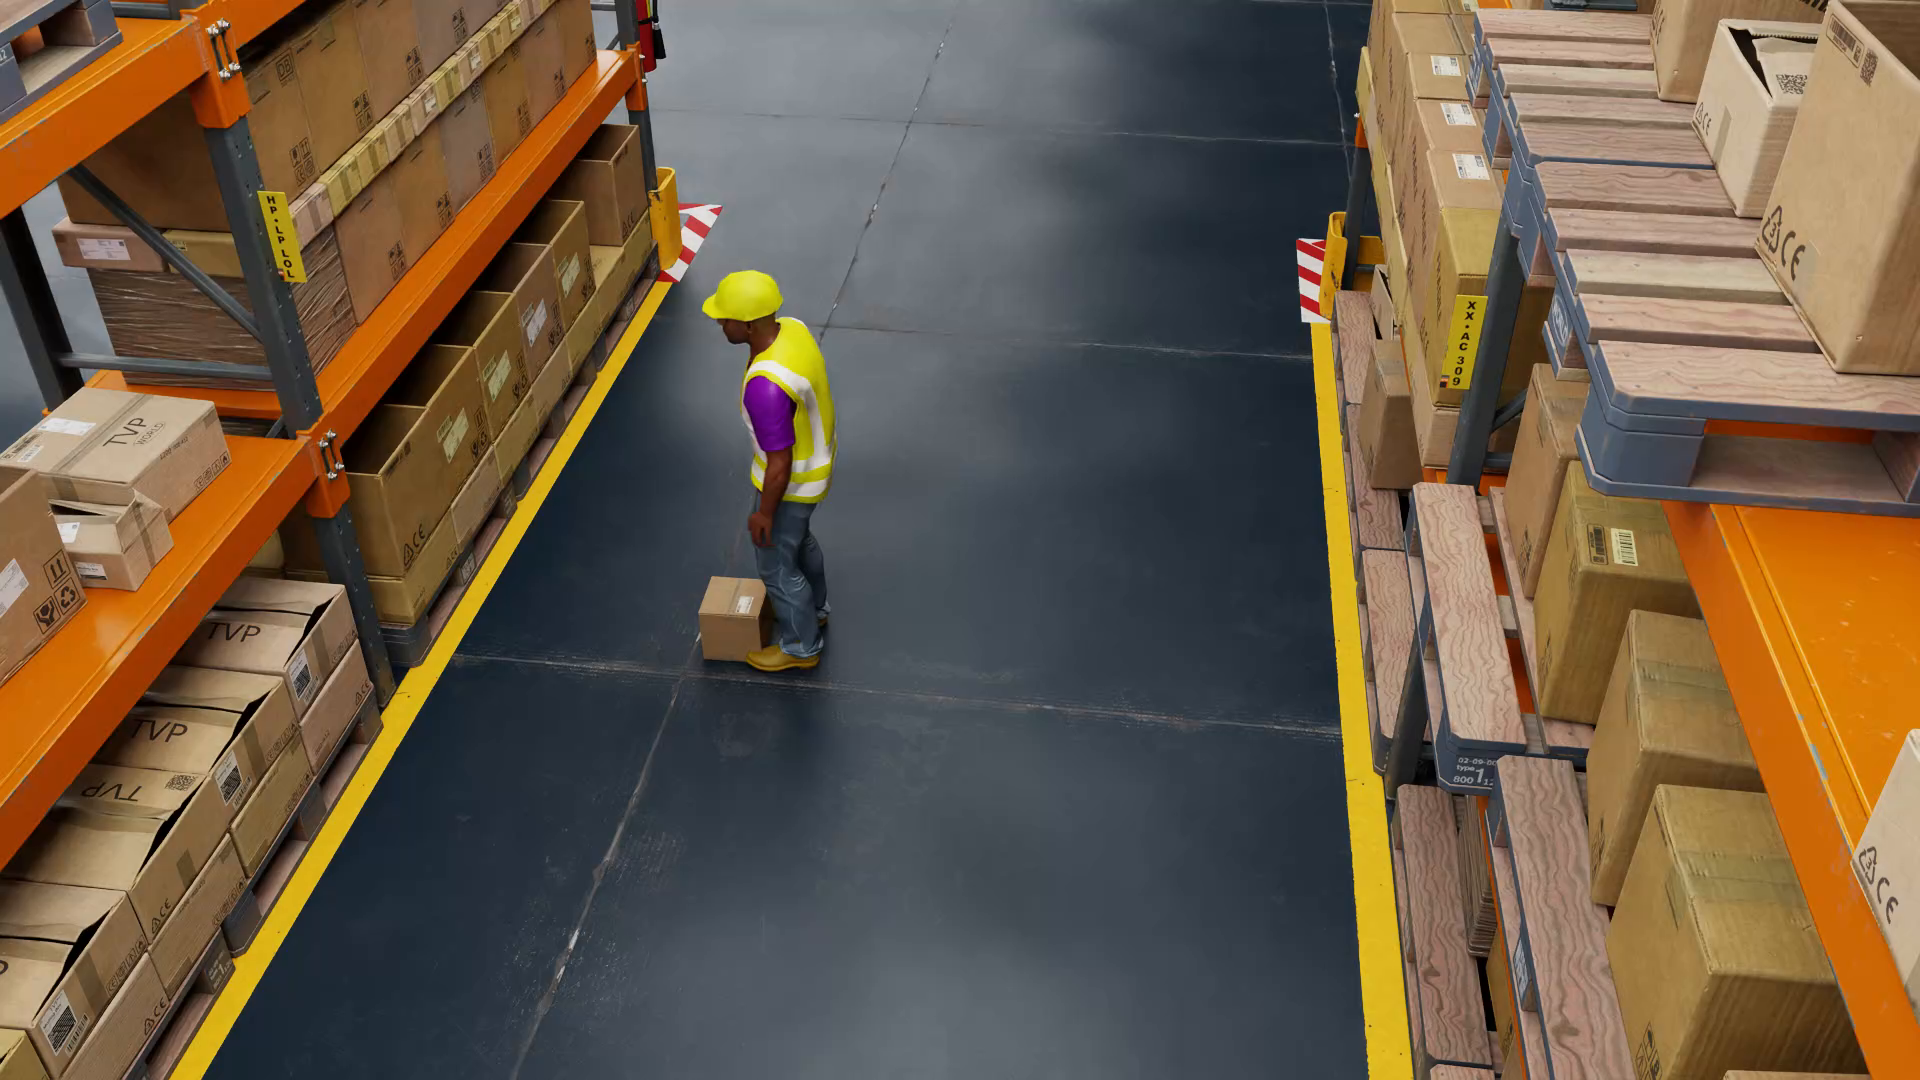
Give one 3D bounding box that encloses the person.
[{"bbox_3d":[-0.707,-0.260,6.490,0.455,1.761,0.635,2,36,3],"label":"person"}]
